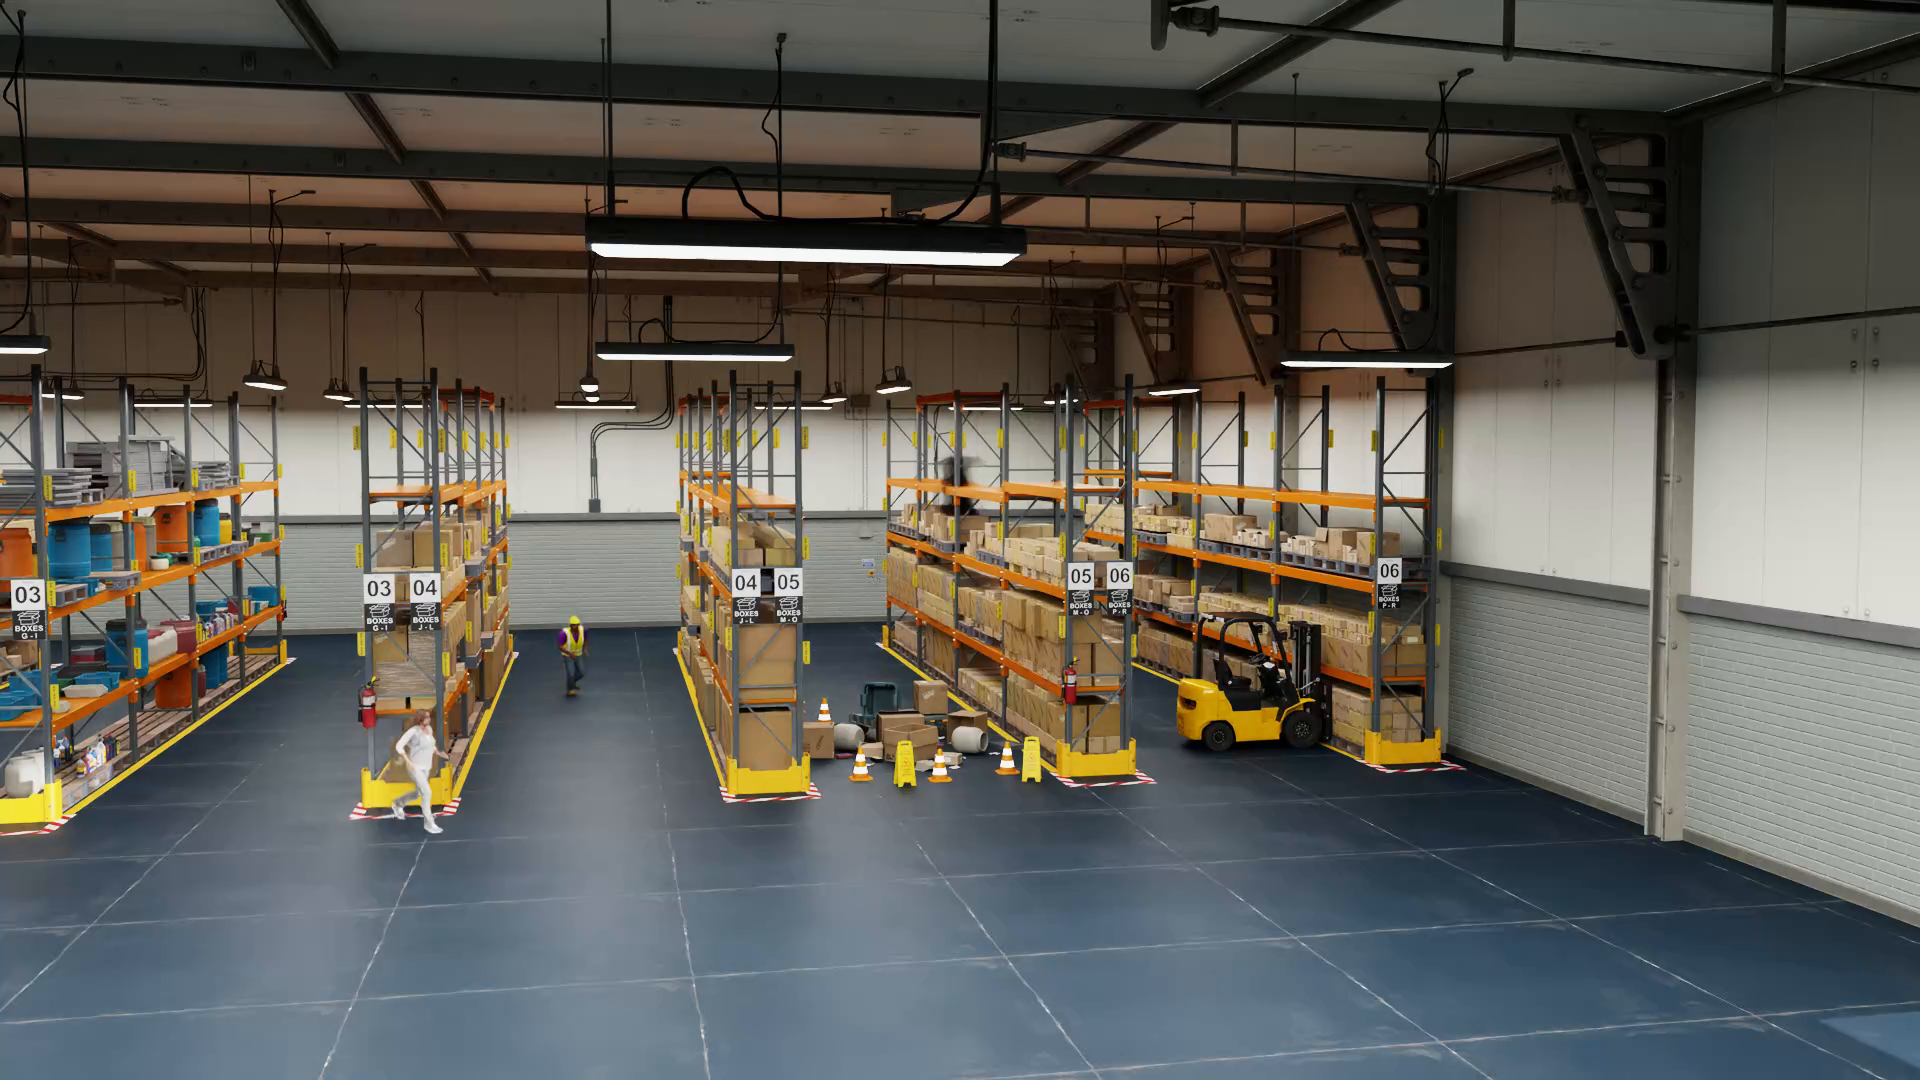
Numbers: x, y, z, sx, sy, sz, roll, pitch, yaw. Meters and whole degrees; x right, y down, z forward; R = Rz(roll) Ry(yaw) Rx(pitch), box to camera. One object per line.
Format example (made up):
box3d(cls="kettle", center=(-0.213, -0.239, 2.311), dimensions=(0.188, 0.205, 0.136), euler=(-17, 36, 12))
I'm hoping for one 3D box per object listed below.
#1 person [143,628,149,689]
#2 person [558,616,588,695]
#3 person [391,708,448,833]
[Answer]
box3d(cls="person", center=(-16.339, 2.234, 32.864), dimensions=(0.716, 1.667, 0.975), euler=(-1, 4, -15))
box3d(cls="person", center=(-7.583, 2.257, 32.594), dimensions=(0.696, 1.606, 0.856), euler=(-3, 4, -38))
box3d(cls="person", center=(-7.013, 2.946, 21.361), dimensions=(0.844, 1.594, 0.519), euler=(1, 4, 20))
